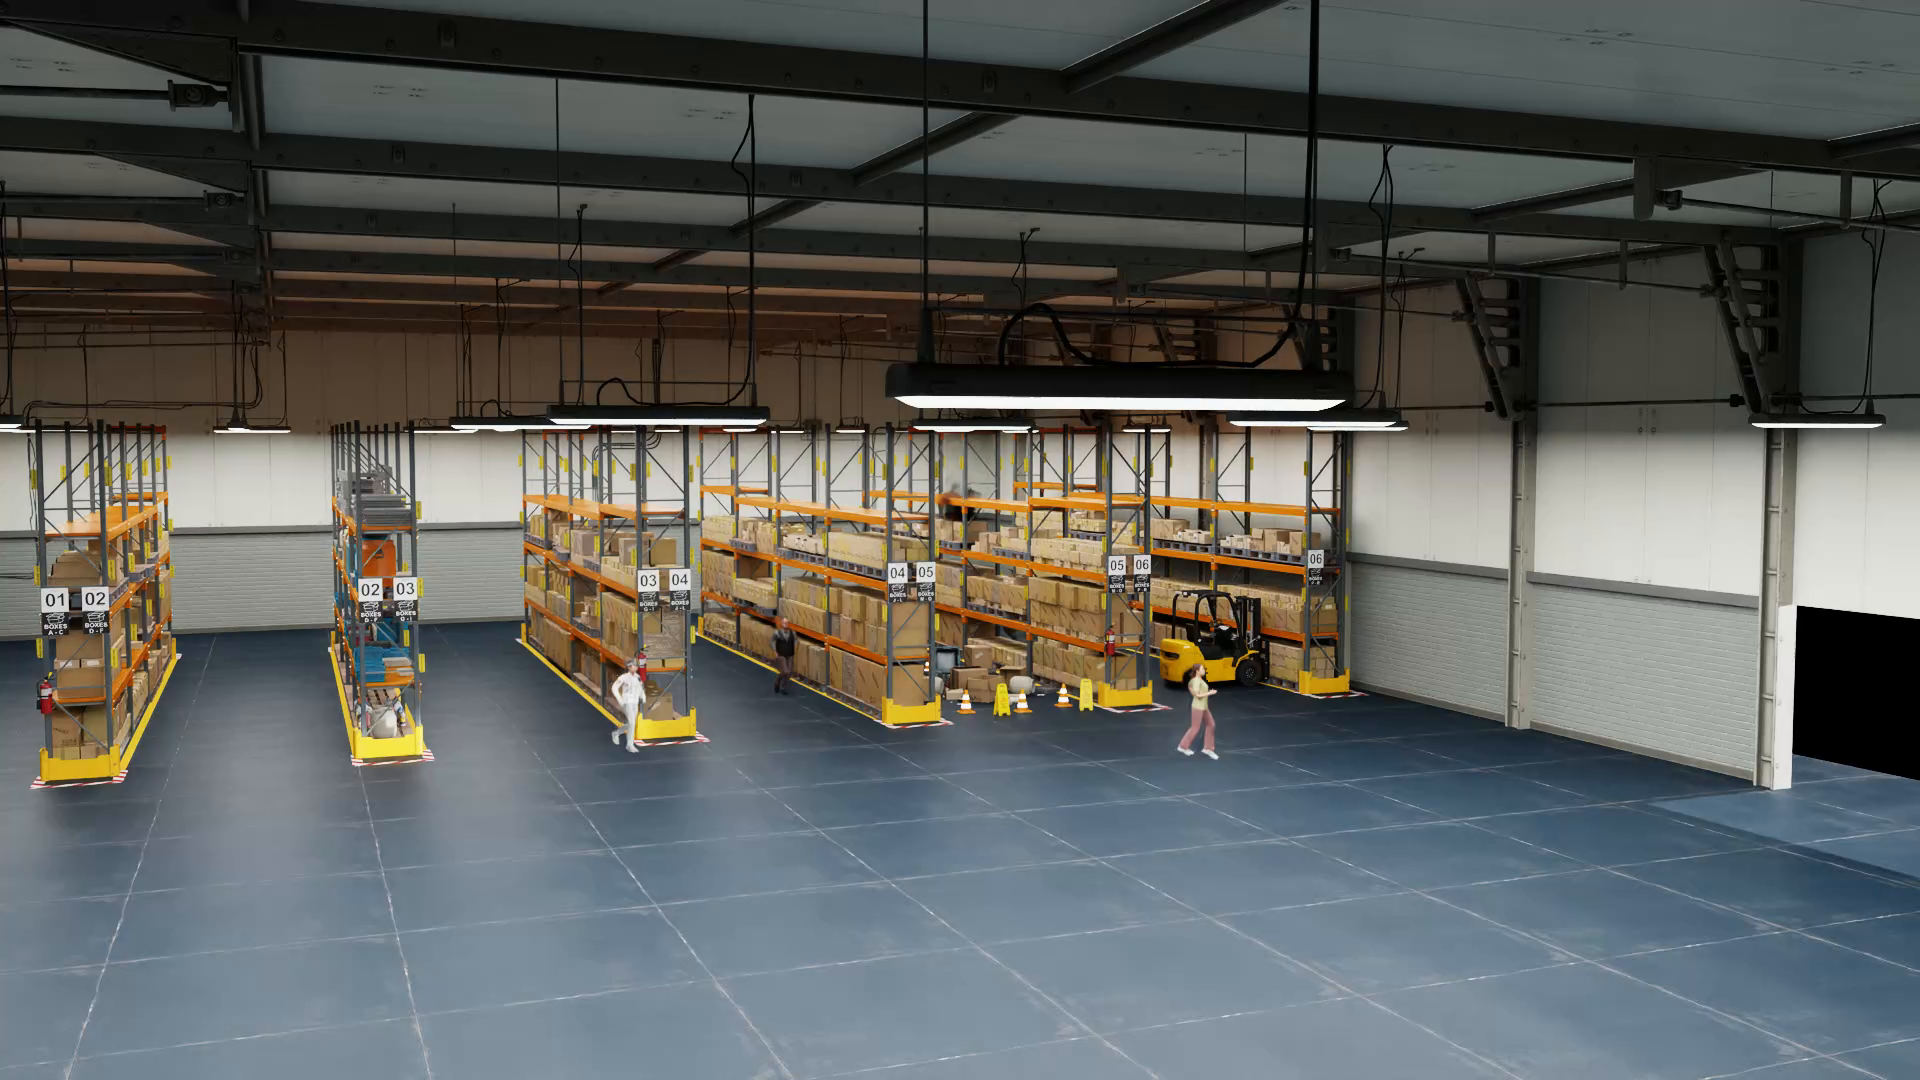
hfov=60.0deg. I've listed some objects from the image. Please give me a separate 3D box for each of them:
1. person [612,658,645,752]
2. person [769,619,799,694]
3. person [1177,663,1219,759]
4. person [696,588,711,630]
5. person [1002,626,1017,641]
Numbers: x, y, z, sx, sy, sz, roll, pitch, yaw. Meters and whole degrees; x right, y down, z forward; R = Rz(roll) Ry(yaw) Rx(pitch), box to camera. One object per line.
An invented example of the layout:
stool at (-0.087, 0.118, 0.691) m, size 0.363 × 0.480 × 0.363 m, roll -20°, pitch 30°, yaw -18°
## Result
person at (-6.054, 3.005, 30.428) m, size 0.683 × 1.678 × 0.655 m, roll 3°, pitch 4°, yaw 35°
person at (-3.836, 2.579, 36.742) m, size 0.644 × 1.690 × 0.593 m, roll -2°, pitch 4°, yaw -26°
person at (4.229, 3.031, 29.527) m, size 0.728 × 1.714 × 0.562 m, roll 1°, pitch 4°, yaw 20°
person at (-7.488, 1.839, 49.229) m, size 0.657 × 1.665 × 0.602 m, roll -1°, pitch 4°, yaw -18°
person at (1.402, 2.039, 45.058) m, size 0.707 × 1.726 × 0.530 m, roll -2°, pitch 4°, yaw -23°
